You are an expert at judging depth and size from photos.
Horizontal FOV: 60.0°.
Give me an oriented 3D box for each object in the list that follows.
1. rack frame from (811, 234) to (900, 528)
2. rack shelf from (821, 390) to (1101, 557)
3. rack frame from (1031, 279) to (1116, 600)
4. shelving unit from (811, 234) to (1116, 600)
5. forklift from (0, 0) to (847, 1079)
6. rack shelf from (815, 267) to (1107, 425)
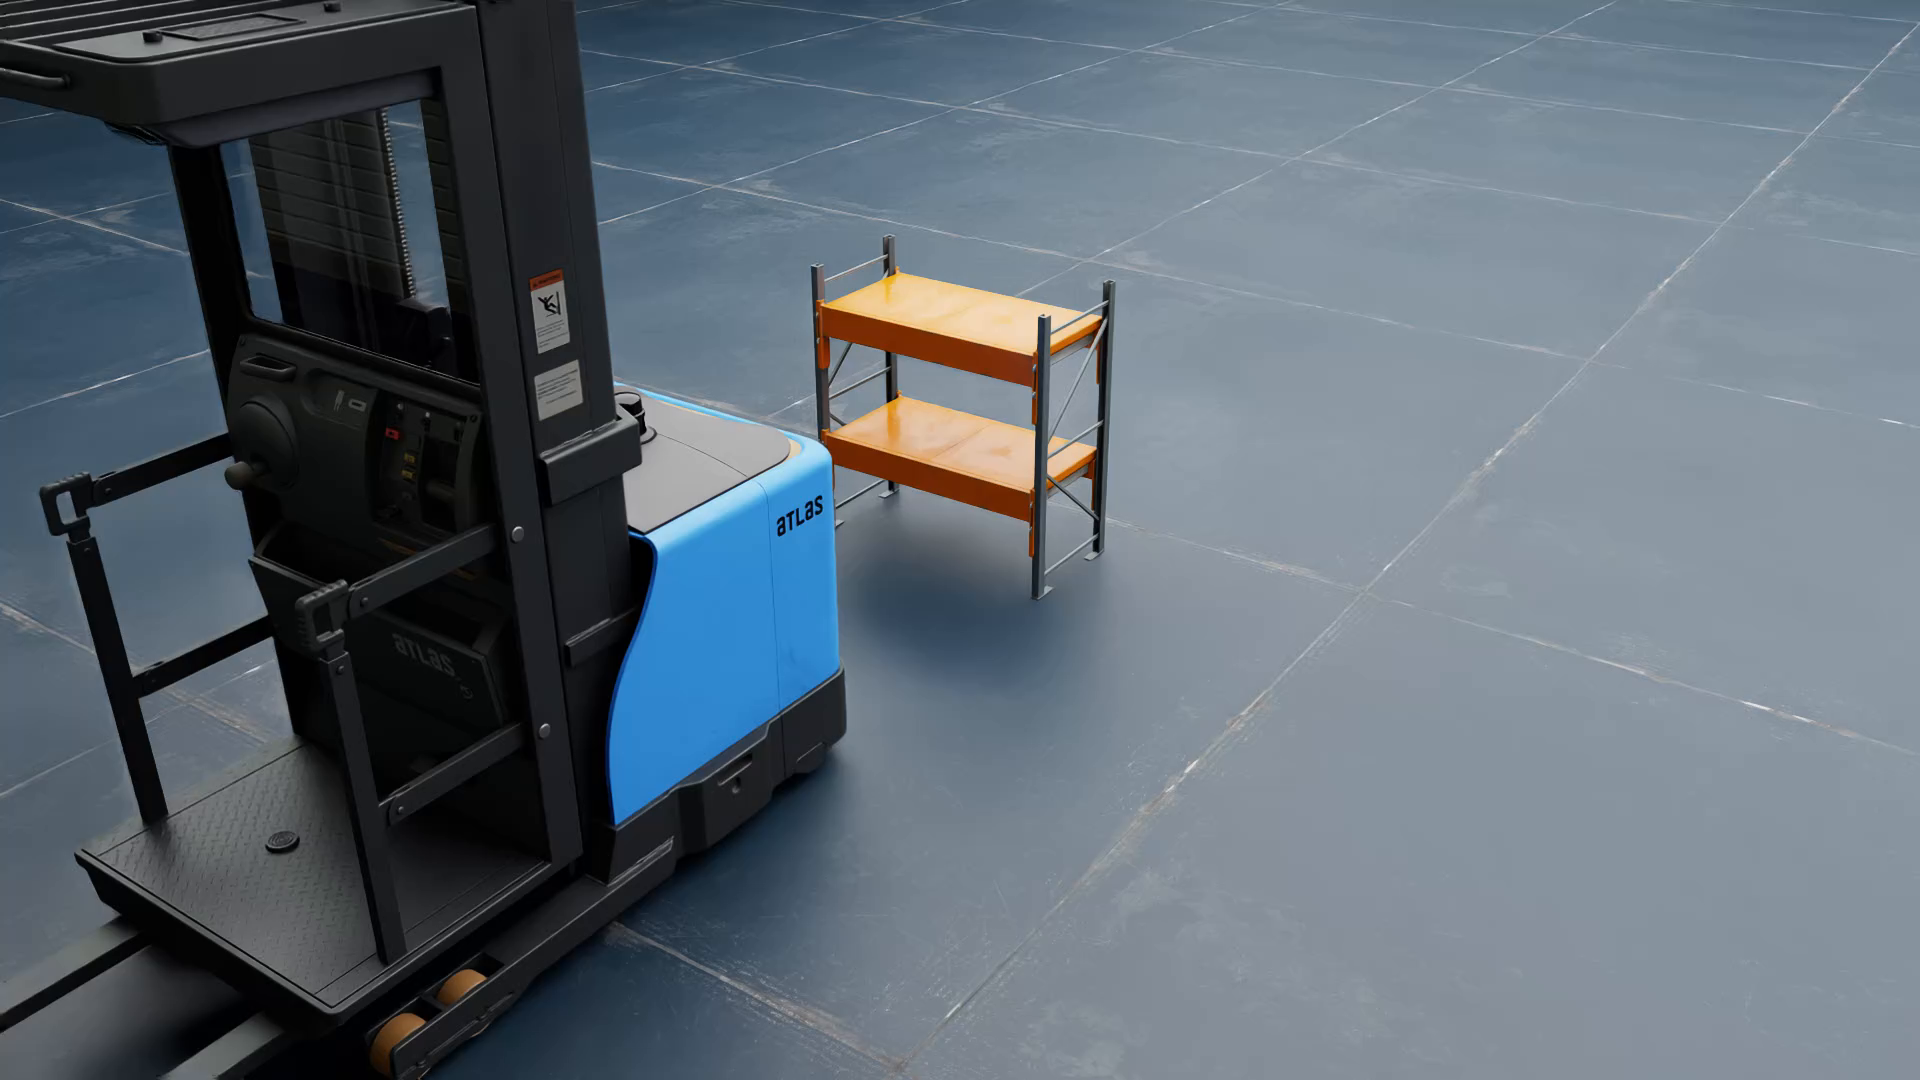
[{"bbox_3d":[-0.413,-0.630,6.748,0.032,1.125,0.500,17,32,30],"label":"rack frame"},{"bbox_3d":[0.006,-0.282,6.602,1.000,0.278,0.538,17,32,30],"label":"rack shelf"},{"bbox_3d":[0.425,-0.369,6.235,0.032,1.125,0.500,17,32,30],"label":"rack frame"},{"bbox_3d":[0.006,-0.500,6.491,1.048,1.125,0.538,17,32,30],"label":"shelving unit"},{"bbox_3d":[-1.617,-0.211,3.934,1.130,2.935,3.031,17,32,30],"label":"forklift"},{"bbox_3d":[0.006,-0.760,6.359,1.000,0.278,0.538,17,32,30],"label":"rack shelf"}]
